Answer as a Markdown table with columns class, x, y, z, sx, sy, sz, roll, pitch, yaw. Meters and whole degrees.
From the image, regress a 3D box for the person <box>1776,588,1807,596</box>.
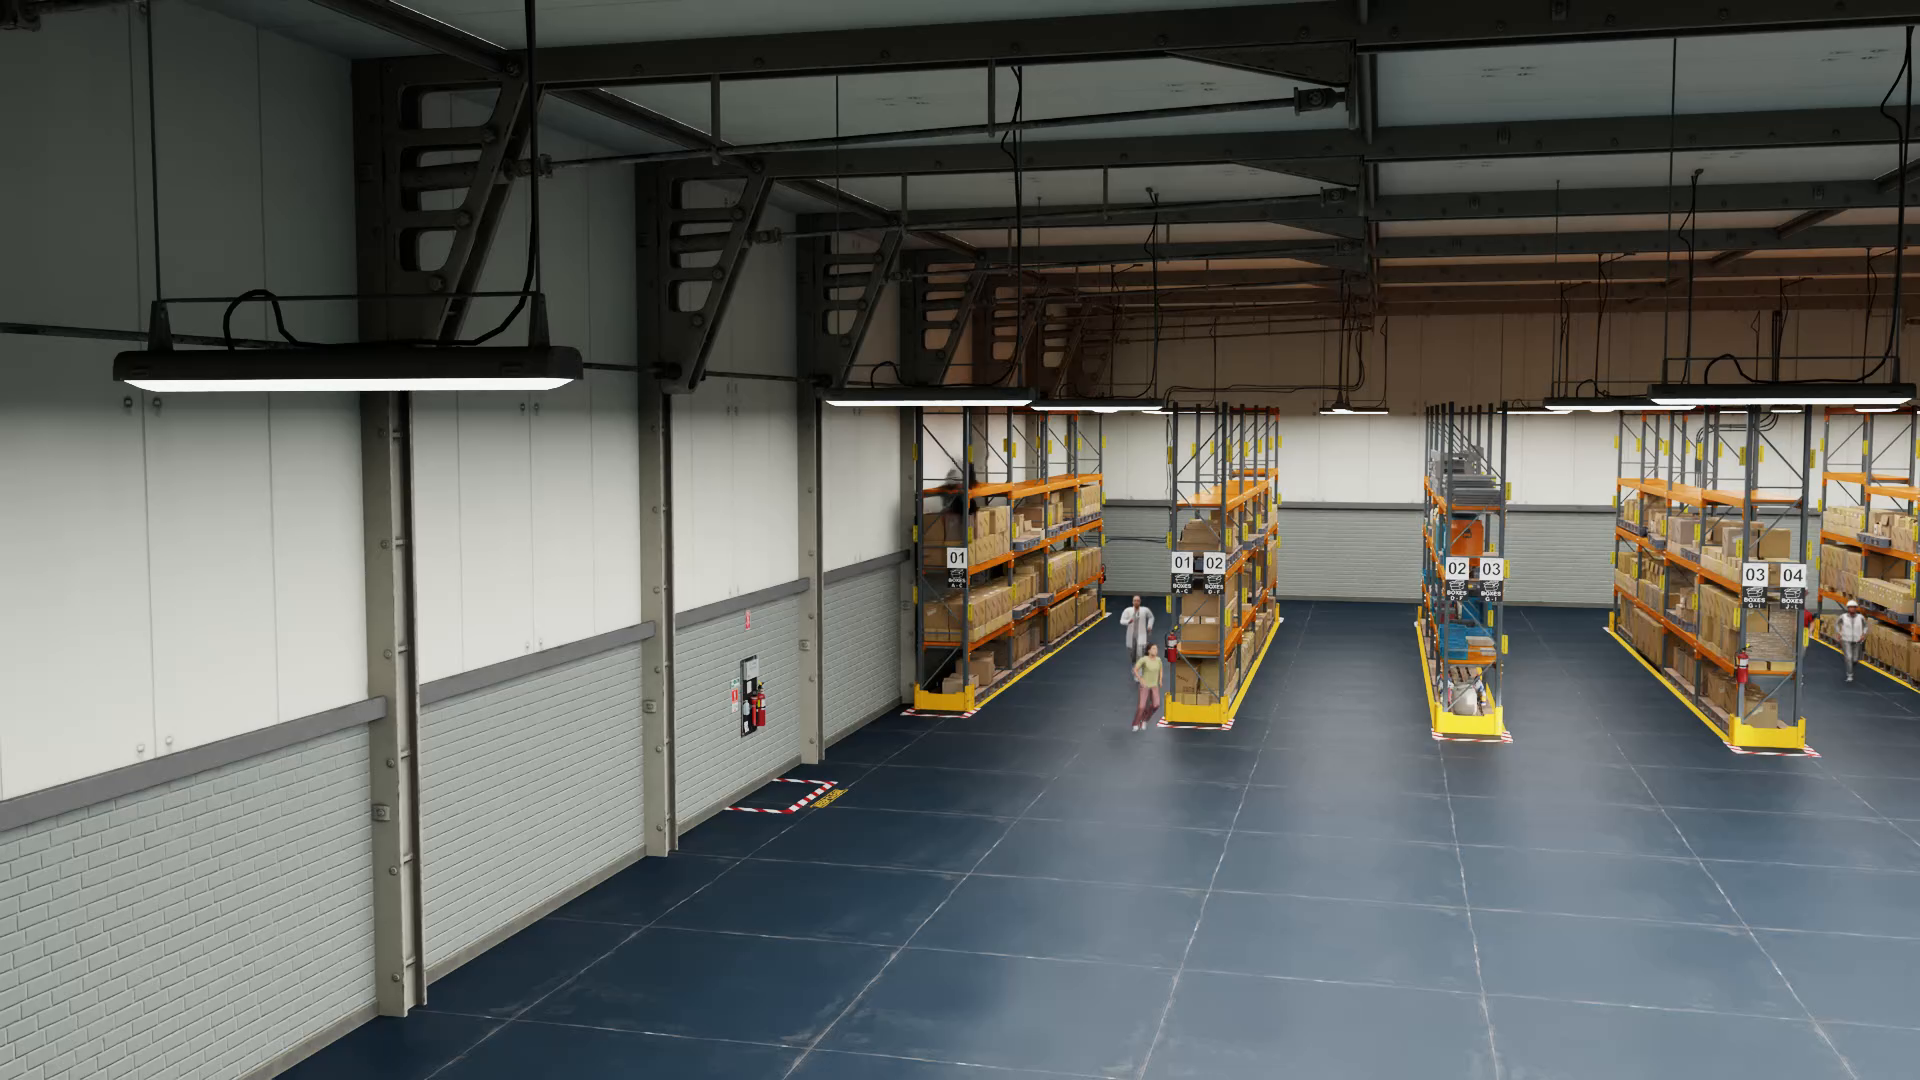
| class | x | y | z | sx | sy | sz | roll | pitch | yaw |
| --- | --- | --- | --- | --- | --- | --- | --- | --- | --- |
| person | 22.079 | 1.587 | 44.512 | 0.958 | 1.682 | 0.854 | 1 | 4 | 16 |

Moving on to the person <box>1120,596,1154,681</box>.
| class | x | y | z | sx | sy | sz | roll | pitch | yaw |
| --- | --- | --- | --- | --- | --- | --- | --- | --- | --- |
| person | 3.864 | 2.120 | 36.425 | 0.692 | 1.798 | 1.014 | 1 | 4 | 14 |

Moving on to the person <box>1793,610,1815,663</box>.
| class | x | y | z | sx | sy | sz | roll | pitch | yaw |
| --- | --- | --- | --- | --- | --- | --- | --- | --- | --- |
| person | 18.547 | 2.164 | 36.823 | 0.675 | 1.730 | 0.844 | 1 | 4 | 12 |

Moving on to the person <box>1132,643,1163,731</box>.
| class | x | y | z | sx | sy | sz | roll | pitch | yaw |
| --- | --- | --- | --- | --- | --- | --- | --- | --- | --- |
| person | 3.468 | 2.673 | 30.277 | 0.636 | 1.613 | 0.571 | -1 | 4 | -16 |

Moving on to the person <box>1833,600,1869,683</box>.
| class | x | y | z | sx | sy | sz | roll | pitch | yaw |
| --- | --- | --- | --- | --- | --- | --- | --- | --- | --- |
| person | 19.395 | 2.187 | 36.202 | 0.678 | 1.756 | 0.796 | 1 | 4 | 18 |
